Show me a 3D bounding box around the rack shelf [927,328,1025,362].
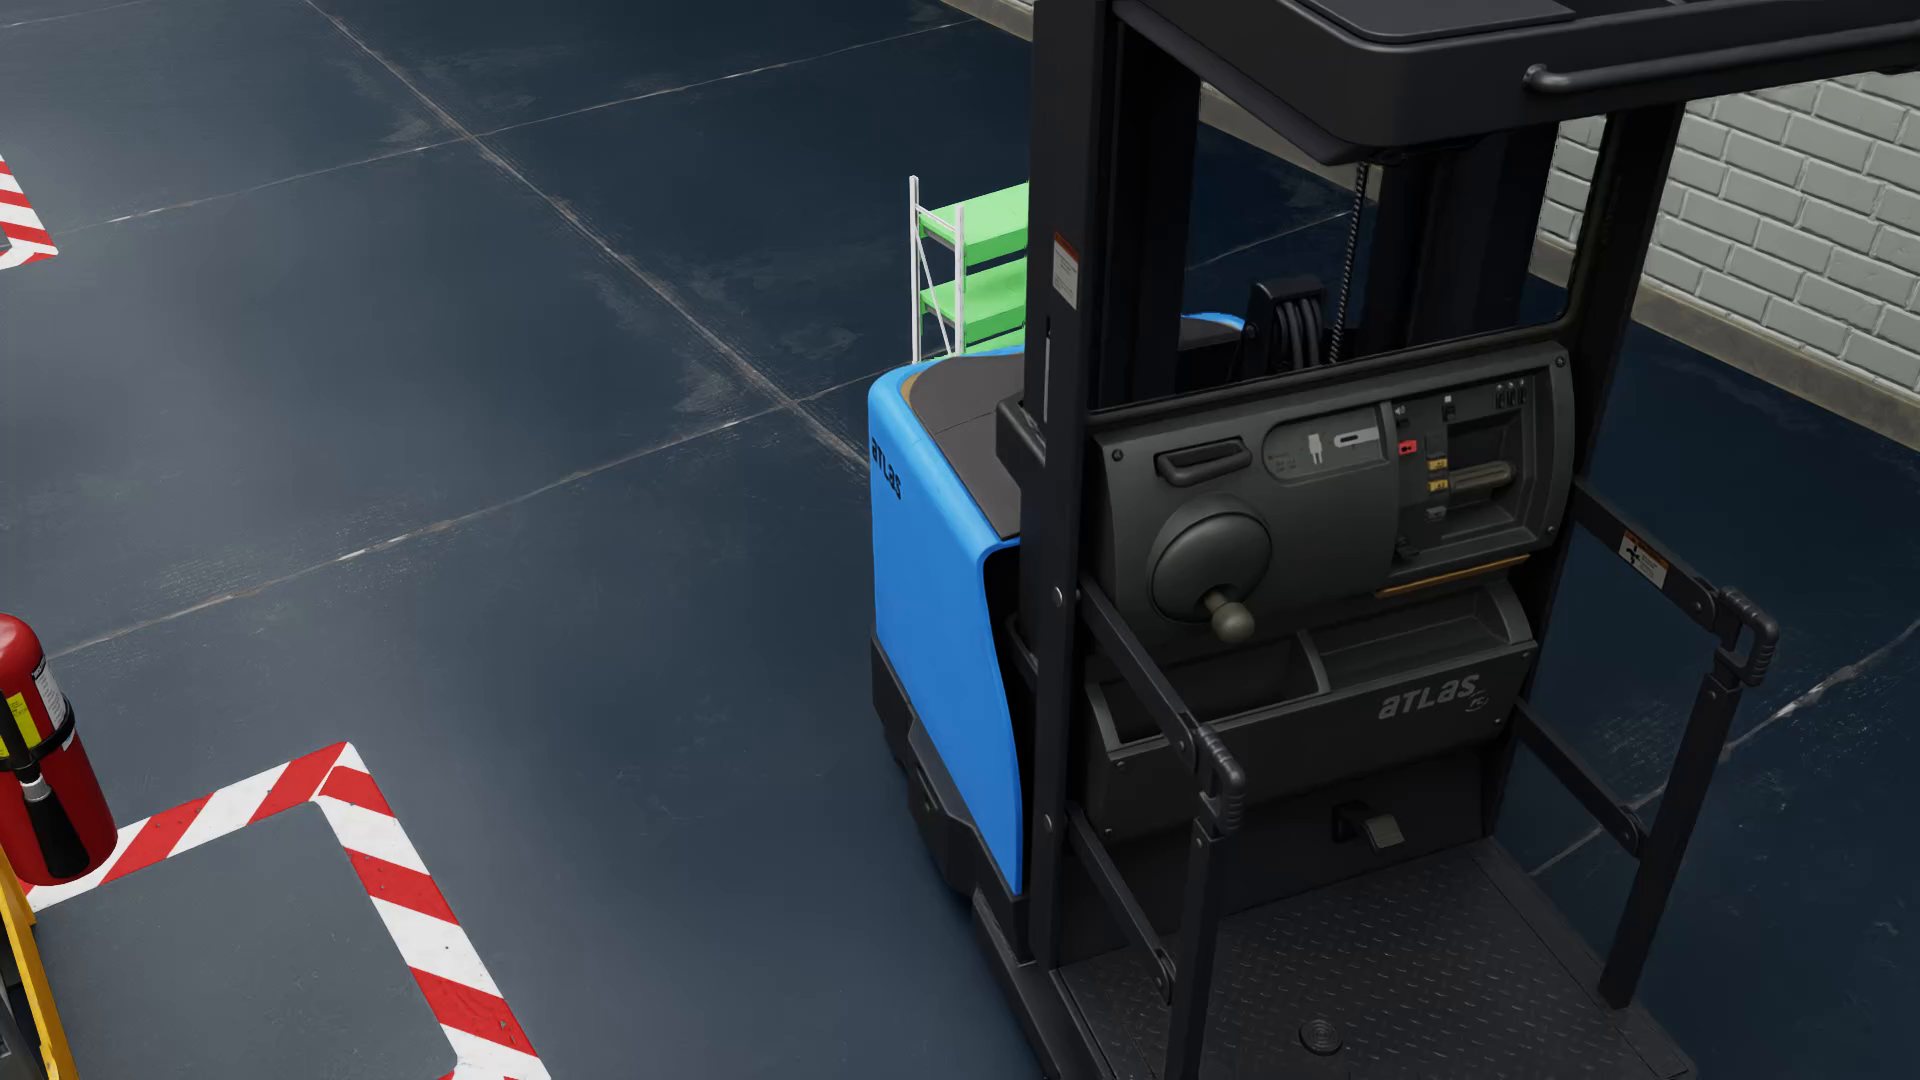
[{"bbox_3d":[0.135,-0.491,5.014,0.480,0.148,0.258,-22,41,-28],"label":"rack shelf"}]

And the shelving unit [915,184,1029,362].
[{"bbox_3d":[0.132,-0.542,4.975,0.487,1.046,0.258,-22,41,-28],"label":"shelving unit"}]

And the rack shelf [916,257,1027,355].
[{"bbox_3d":[0.135,-0.686,4.874,0.480,0.148,0.258,-22,41,-28],"label":"rack shelf"}]

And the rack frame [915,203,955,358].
[{"bbox_3d":[-0.064,-0.460,4.862,0.006,1.046,0.228,-22,41,-28],"label":"rack frame"}]

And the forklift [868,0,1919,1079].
[{"bbox_3d":[0.758,-0.017,2.763,1.130,2.935,3.031,-12,38,-17],"label":"forklift"}]

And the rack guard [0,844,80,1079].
[{"bbox_3d":[-2.085,0.991,3.444,0.348,0.500,1.175,-22,41,-28],"label":"rack guard"}]

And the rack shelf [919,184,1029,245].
[{"bbox_3d":[0.135,-0.924,4.703,0.457,0.021,0.221,-22,41,-28],"label":"rack shelf"}]
